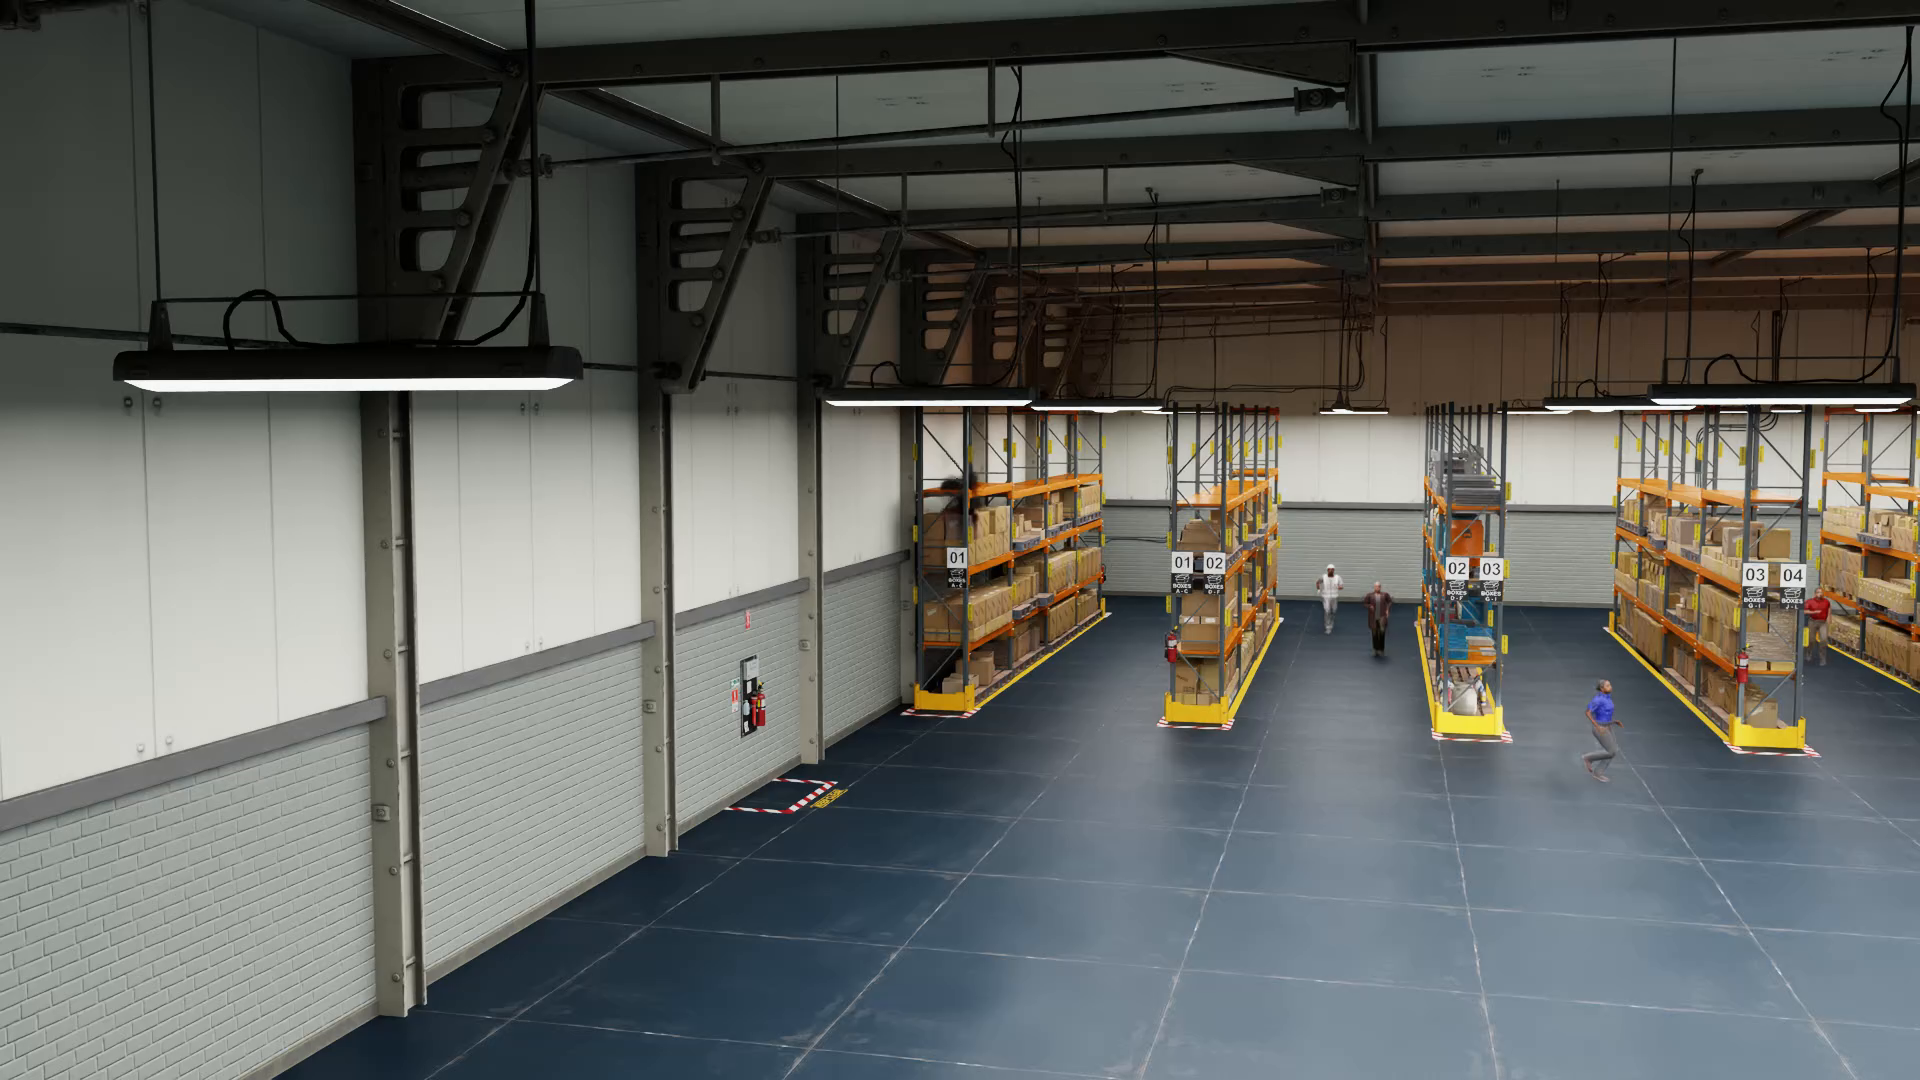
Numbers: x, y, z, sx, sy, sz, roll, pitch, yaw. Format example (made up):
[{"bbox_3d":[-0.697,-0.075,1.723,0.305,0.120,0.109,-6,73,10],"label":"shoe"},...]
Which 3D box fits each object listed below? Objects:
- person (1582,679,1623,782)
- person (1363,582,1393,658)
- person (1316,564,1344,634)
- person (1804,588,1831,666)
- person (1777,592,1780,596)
[{"bbox_3d":[10.135,2.999,26.207,0.556,1.624,0.586,4,6,42],"label":"person"},{"bbox_3d":[9.998,1.909,39.814,0.682,1.824,0.811,1,4,15],"label":"person"},{"bbox_3d":[9.840,1.546,44.179,0.673,1.804,0.930,0,4,2],"label":"person"},{"bbox_3d":[19.890,2.005,38.616,0.687,1.789,0.835,1,4,12],"label":"person"},{"bbox_3d":[19.992,1.901,40.522,0.570,1.672,0.805,1,4,11],"label":"person"}]
